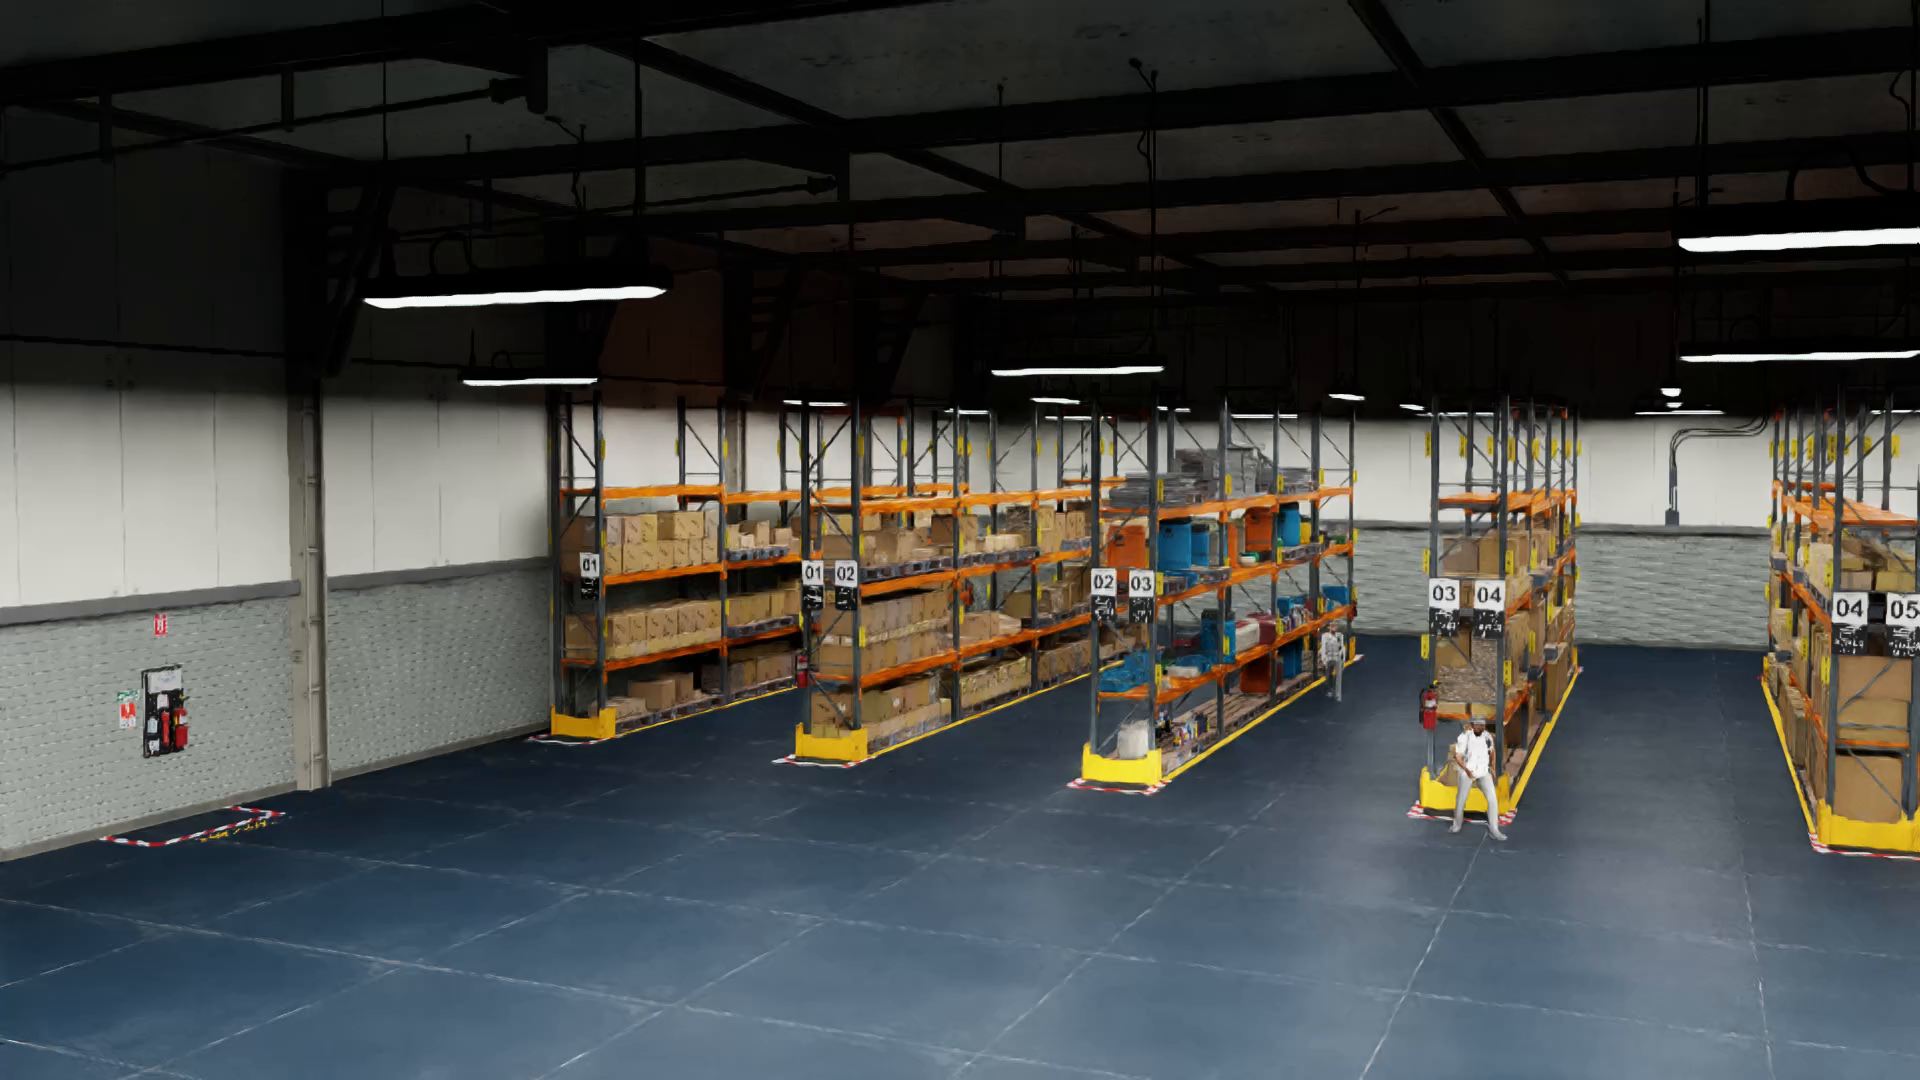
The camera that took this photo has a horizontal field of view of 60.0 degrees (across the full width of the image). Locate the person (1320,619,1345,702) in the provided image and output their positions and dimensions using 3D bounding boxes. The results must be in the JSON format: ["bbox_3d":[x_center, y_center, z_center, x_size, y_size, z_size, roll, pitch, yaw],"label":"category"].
[{"bbox_3d":[7.373,2.356,32.911,0.483,1.621,0.993,1,3,15],"label":"person"}]

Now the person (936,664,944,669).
[{"bbox_3d":[-0.627,2.224,35.119,0.537,1.643,1.130,1,3,21],"label":"person"}]

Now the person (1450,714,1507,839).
[{"bbox_3d":[6.663,3.005,21.438,0.625,1.608,0.815,0,3,5],"label":"person"}]
